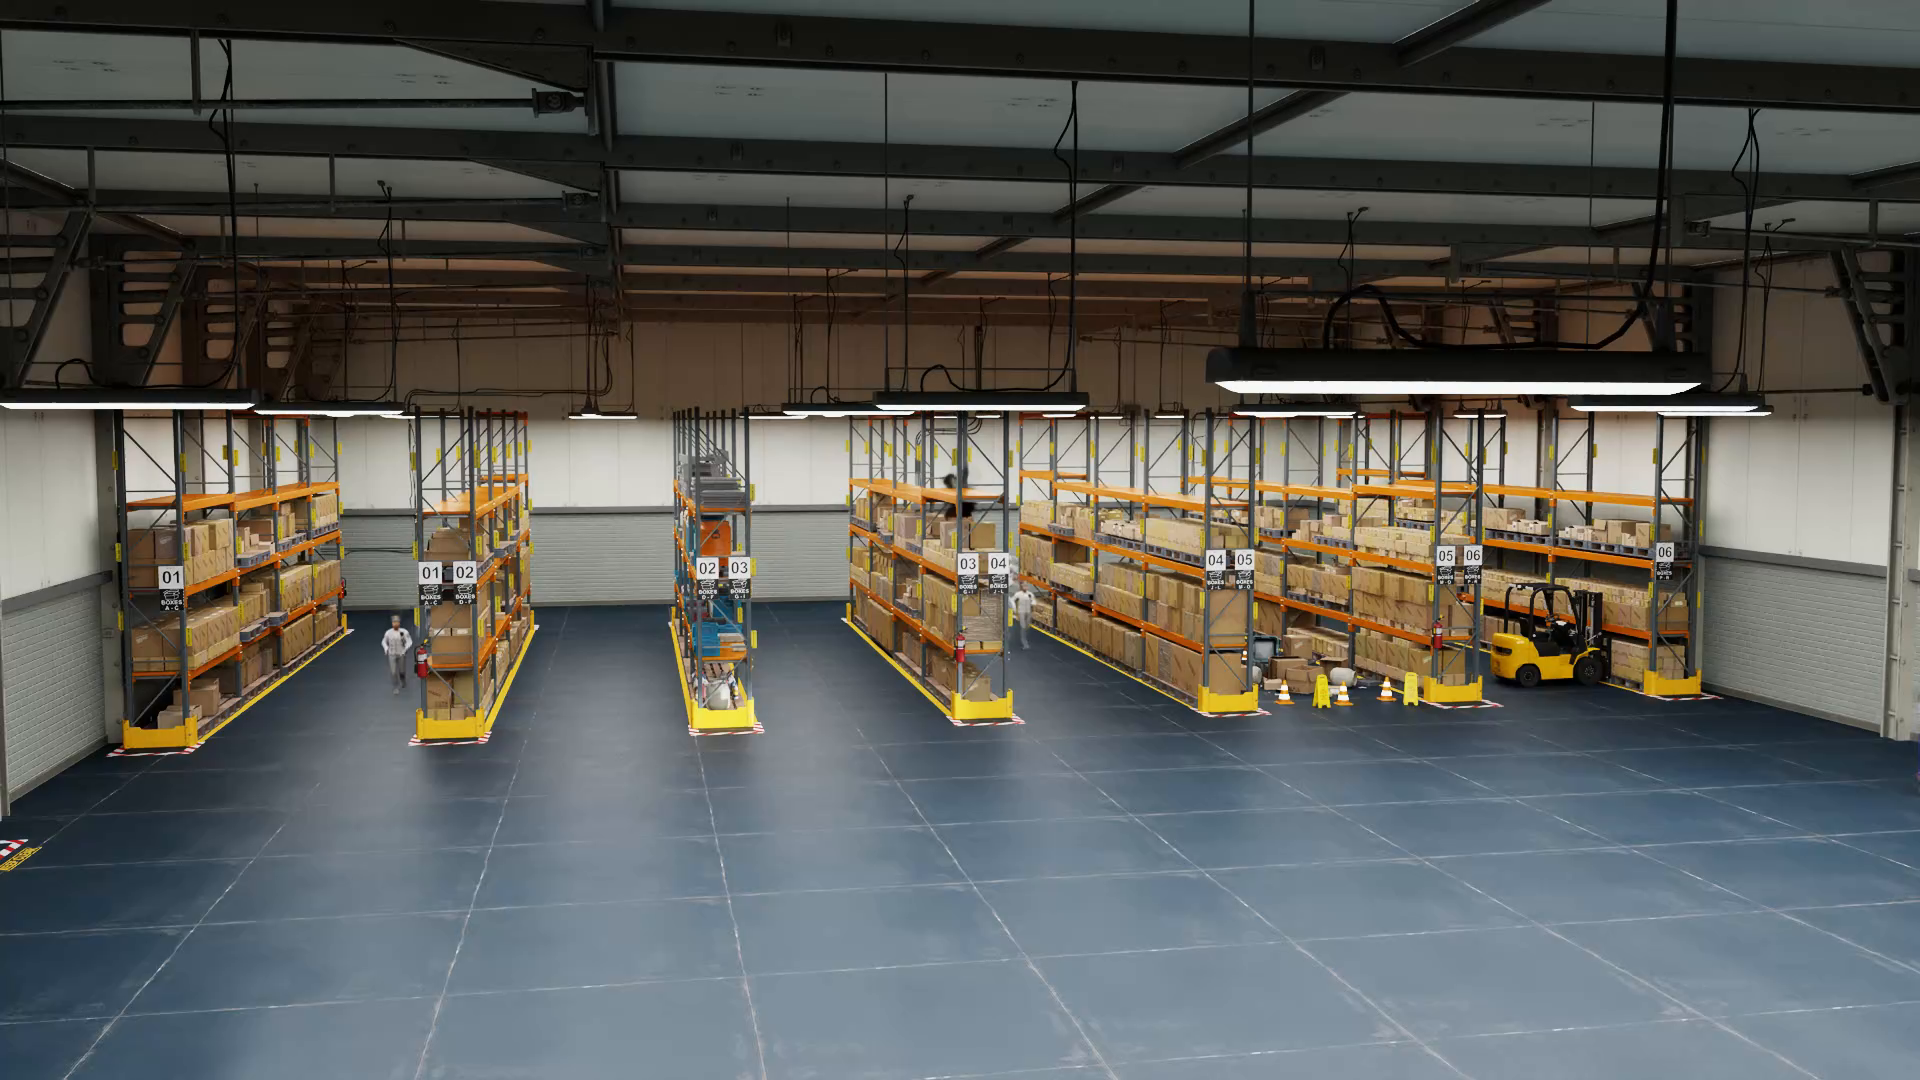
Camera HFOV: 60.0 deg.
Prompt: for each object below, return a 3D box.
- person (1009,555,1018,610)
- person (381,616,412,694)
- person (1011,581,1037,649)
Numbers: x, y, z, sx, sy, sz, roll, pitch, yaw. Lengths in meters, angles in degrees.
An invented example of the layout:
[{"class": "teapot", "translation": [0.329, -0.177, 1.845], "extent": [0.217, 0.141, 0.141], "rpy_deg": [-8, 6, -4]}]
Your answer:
[{"class": "person", "translation": [1.372, 1.328, 49.662], "extent": [0.678, 1.785, 0.737], "rpy_deg": [-1, 4, -18]}, {"class": "person", "translation": [-11.874, 2.406, 35.046], "extent": [0.613, 1.646, 0.558], "rpy_deg": [-1, 4, -13]}, {"class": "person", "translation": [1.637, 1.864, 42.052], "extent": [0.607, 1.689, 0.916], "rpy_deg": [-1, 4, -17]}]
